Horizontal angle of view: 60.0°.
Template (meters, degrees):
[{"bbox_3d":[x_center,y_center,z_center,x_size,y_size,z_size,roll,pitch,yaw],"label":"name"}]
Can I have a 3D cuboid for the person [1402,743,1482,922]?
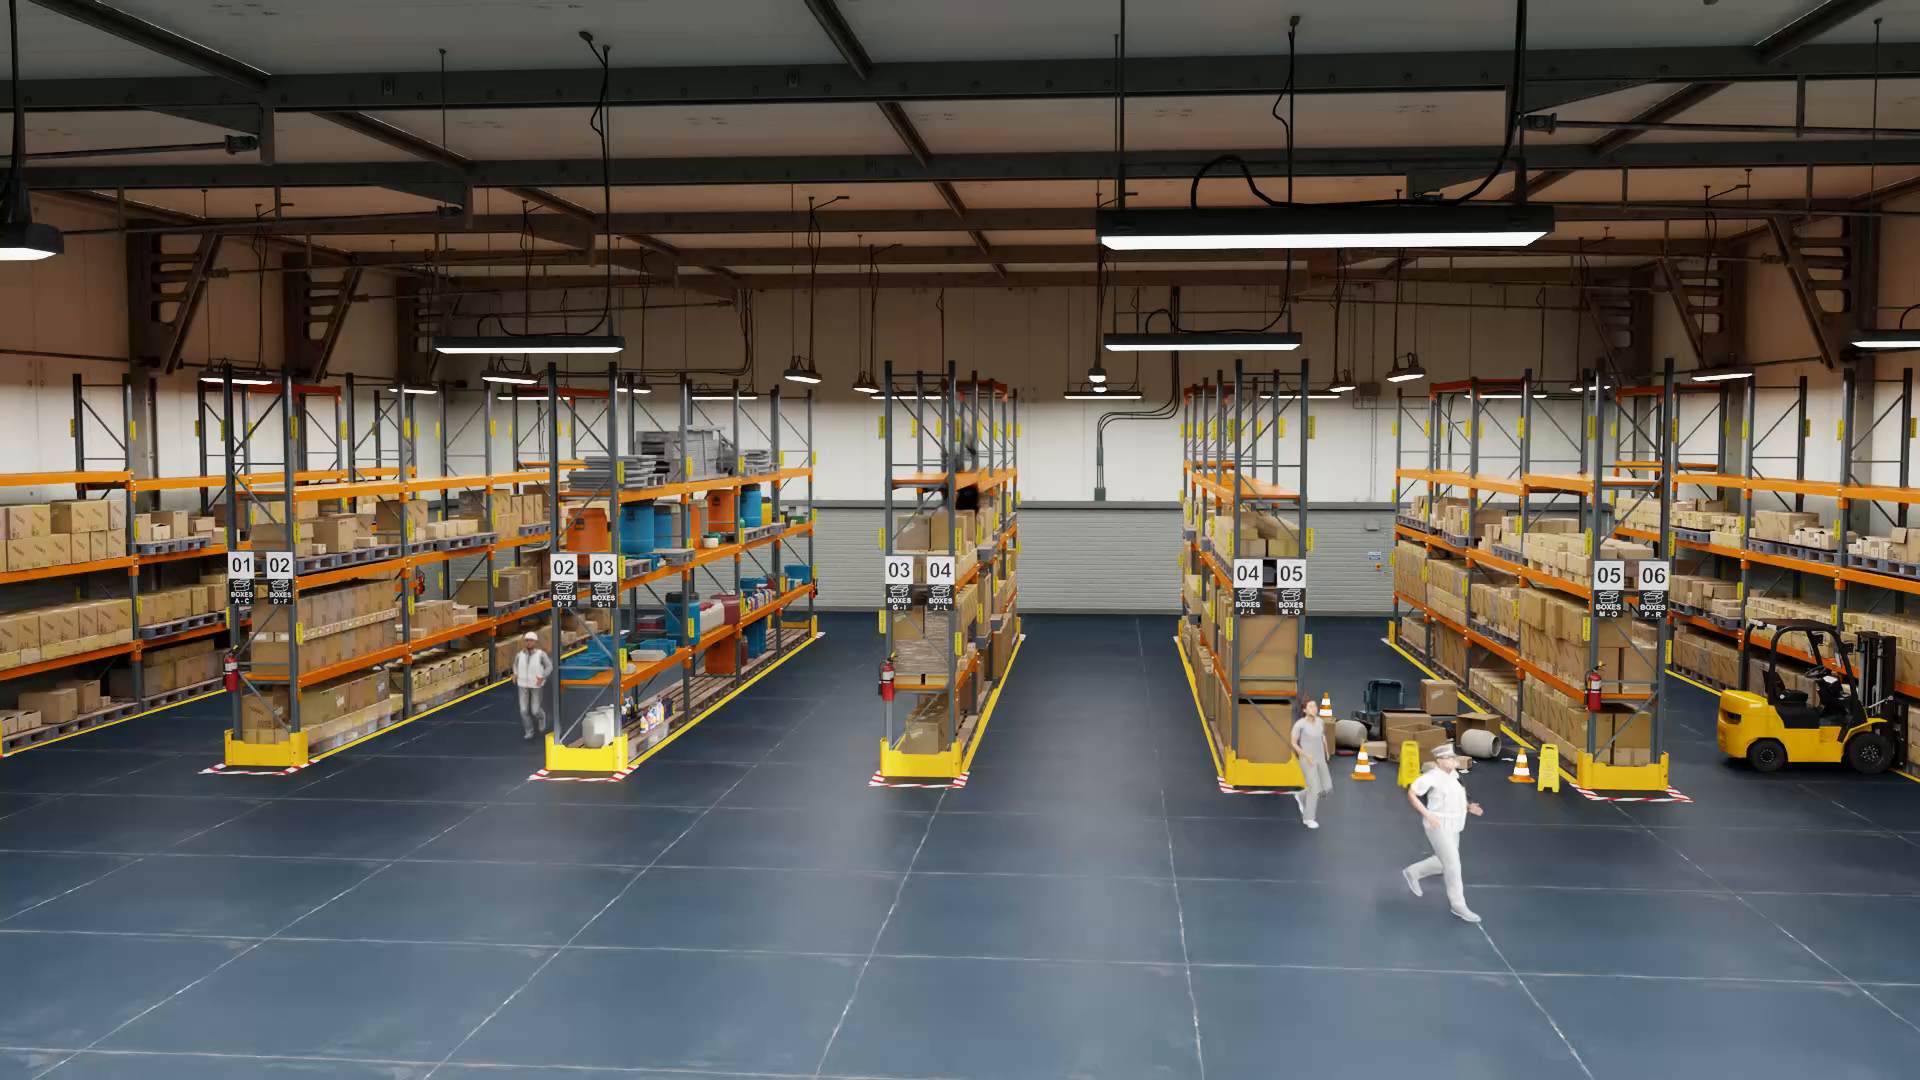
[{"bbox_3d":[4.995,2.988,17.265,0.664,1.791,0.951,-4,5,-45],"label":"person"}]

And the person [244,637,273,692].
[{"bbox_3d":[-11.932,2.204,28.623,0.714,1.798,1.007,0,4,3],"label":"person"}]

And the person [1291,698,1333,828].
[{"bbox_3d":[4.442,2.808,21.073,0.568,1.635,0.542,-2,4,-28],"label":"person"}]

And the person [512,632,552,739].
[{"bbox_3d":[-6.981,2.361,27.056,0.657,1.722,0.609,0,4,3],"label":"person"}]
